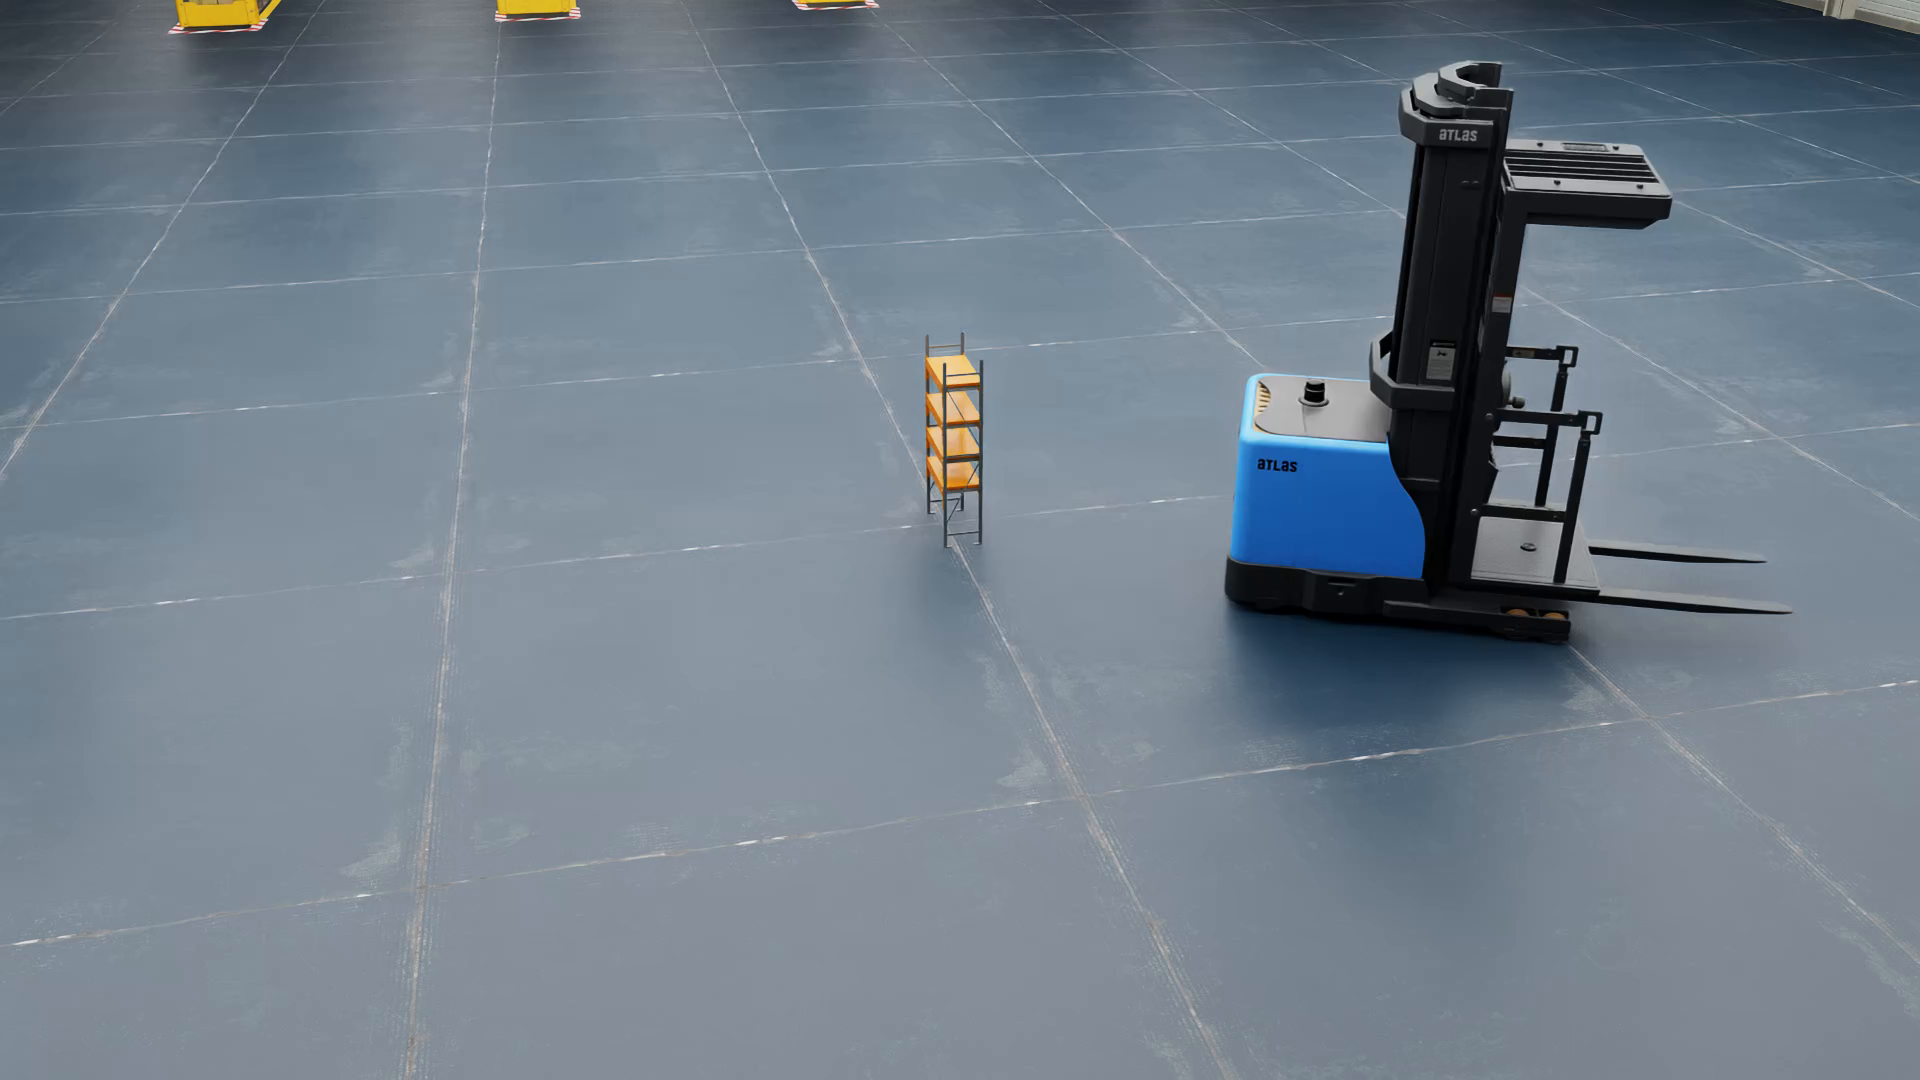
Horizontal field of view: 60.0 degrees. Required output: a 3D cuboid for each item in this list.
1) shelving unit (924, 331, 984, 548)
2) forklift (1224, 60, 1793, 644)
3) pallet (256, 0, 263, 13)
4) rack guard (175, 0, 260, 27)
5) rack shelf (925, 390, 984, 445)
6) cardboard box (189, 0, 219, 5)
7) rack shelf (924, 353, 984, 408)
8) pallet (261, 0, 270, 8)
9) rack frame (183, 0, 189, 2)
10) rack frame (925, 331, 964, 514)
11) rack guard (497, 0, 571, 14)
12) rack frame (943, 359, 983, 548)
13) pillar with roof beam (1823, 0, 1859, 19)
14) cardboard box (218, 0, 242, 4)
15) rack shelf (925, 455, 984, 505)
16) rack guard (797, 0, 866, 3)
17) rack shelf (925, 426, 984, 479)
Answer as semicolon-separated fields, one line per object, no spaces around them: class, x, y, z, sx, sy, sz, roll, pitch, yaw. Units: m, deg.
shelving unit;-0.037;-0.608;10.124;0.258;1.200;0.503;-6;27;-12
forklift;3.081;-1.002;8.983;3.031;2.935;1.130;5;27;10
pallet;-12.058;-8.699;27.250;1.003;0.211;1.213;-6;27;-12
rack guard;-11.839;-8.486;26.508;1.175;0.500;0.348;-6;27;-12
rack shelf;-0.037;-0.748;10.053;0.258;0.148;0.480;-6;27;-12
cardboard box;-12.254;-8.778;26.897;0.500;0.250;0.500;-6;27;-12
rack shelf;-0.037;-0.959;9.947;0.258;0.148;0.480;-6;27;-12
pallet;-12.329;-9.233;28.309;1.003;0.211;1.213;-6;27;-12
rack frame;-11.845;-9.612;25.965;1.000;3.000;0.127;-6;27;-12
rack frame;-0.092;-0.715;10.336;0.240;1.200;0.015;-6;27;-12
rack guard;-7.081;-9.026;27.578;1.175;0.500;0.348;-6;27;-12
rack frame;0.018;-0.501;9.911;0.240;1.200;0.015;-6;27;-12
pillar with roof beam;10.177;-12.133;24.301;9.100;9.000;0.400;-6;27;-12
cardboard box;-11.749;-8.830;27.001;0.500;0.250;0.500;-6;27;-12
rack shelf;-0.037;-0.371;10.243;0.258;0.148;0.480;-6;27;-12
rack guard;-2.210;-9.534;28.584;1.175;0.500;0.348;-6;27;-12
rack shelf;-0.037;-0.548;10.154;0.258;0.148;0.480;-6;27;-12
